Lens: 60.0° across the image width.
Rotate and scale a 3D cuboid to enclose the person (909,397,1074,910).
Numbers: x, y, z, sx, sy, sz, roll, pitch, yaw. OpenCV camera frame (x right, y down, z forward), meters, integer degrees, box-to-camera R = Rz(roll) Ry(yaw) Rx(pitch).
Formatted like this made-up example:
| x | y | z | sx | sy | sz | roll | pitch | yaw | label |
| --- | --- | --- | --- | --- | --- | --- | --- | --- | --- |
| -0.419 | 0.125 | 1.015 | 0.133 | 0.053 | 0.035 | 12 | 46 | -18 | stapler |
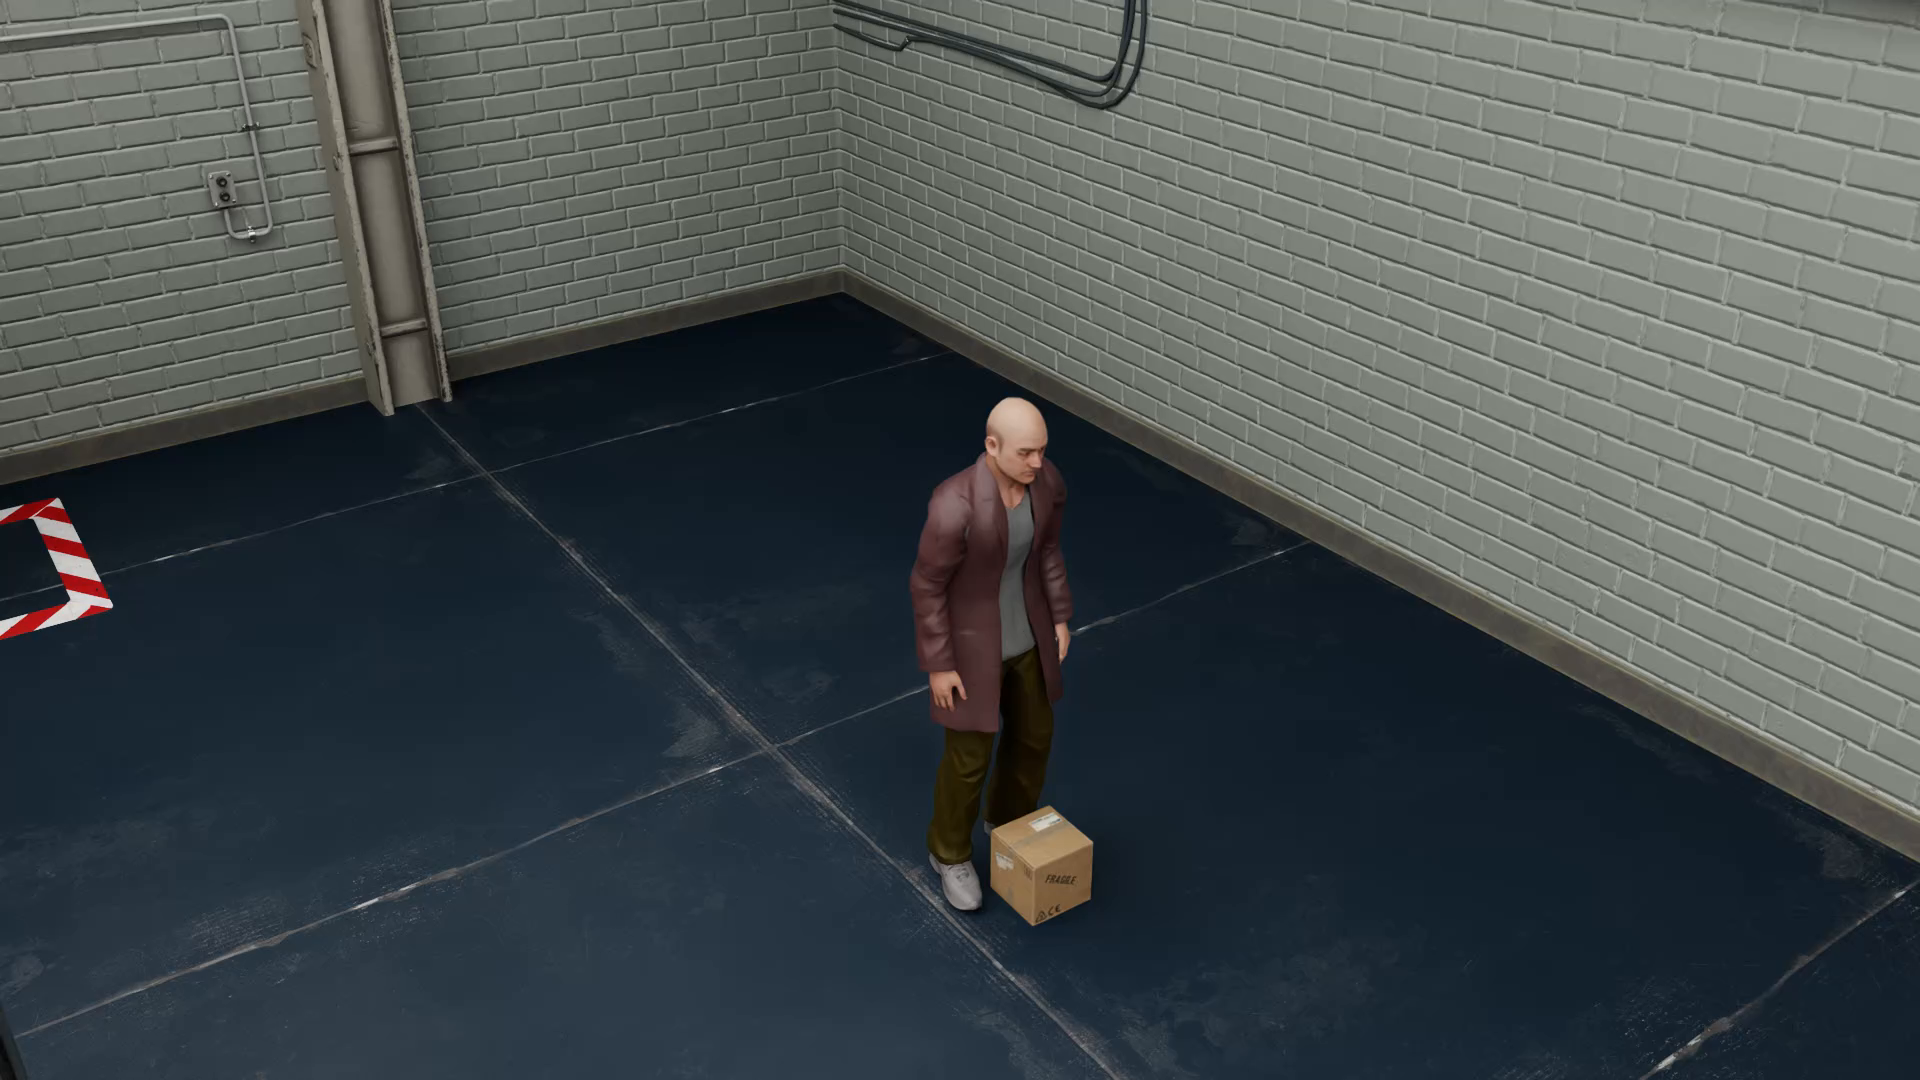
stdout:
| x | y | z | sx | sy | sz | roll | pitch | yaw | label |
| --- | --- | --- | --- | --- | --- | --- | --- | --- | --- |
| 0.126 | 0.346 | 5.496 | 0.633 | 1.773 | 0.427 | -20 | 34 | -33 | person |
